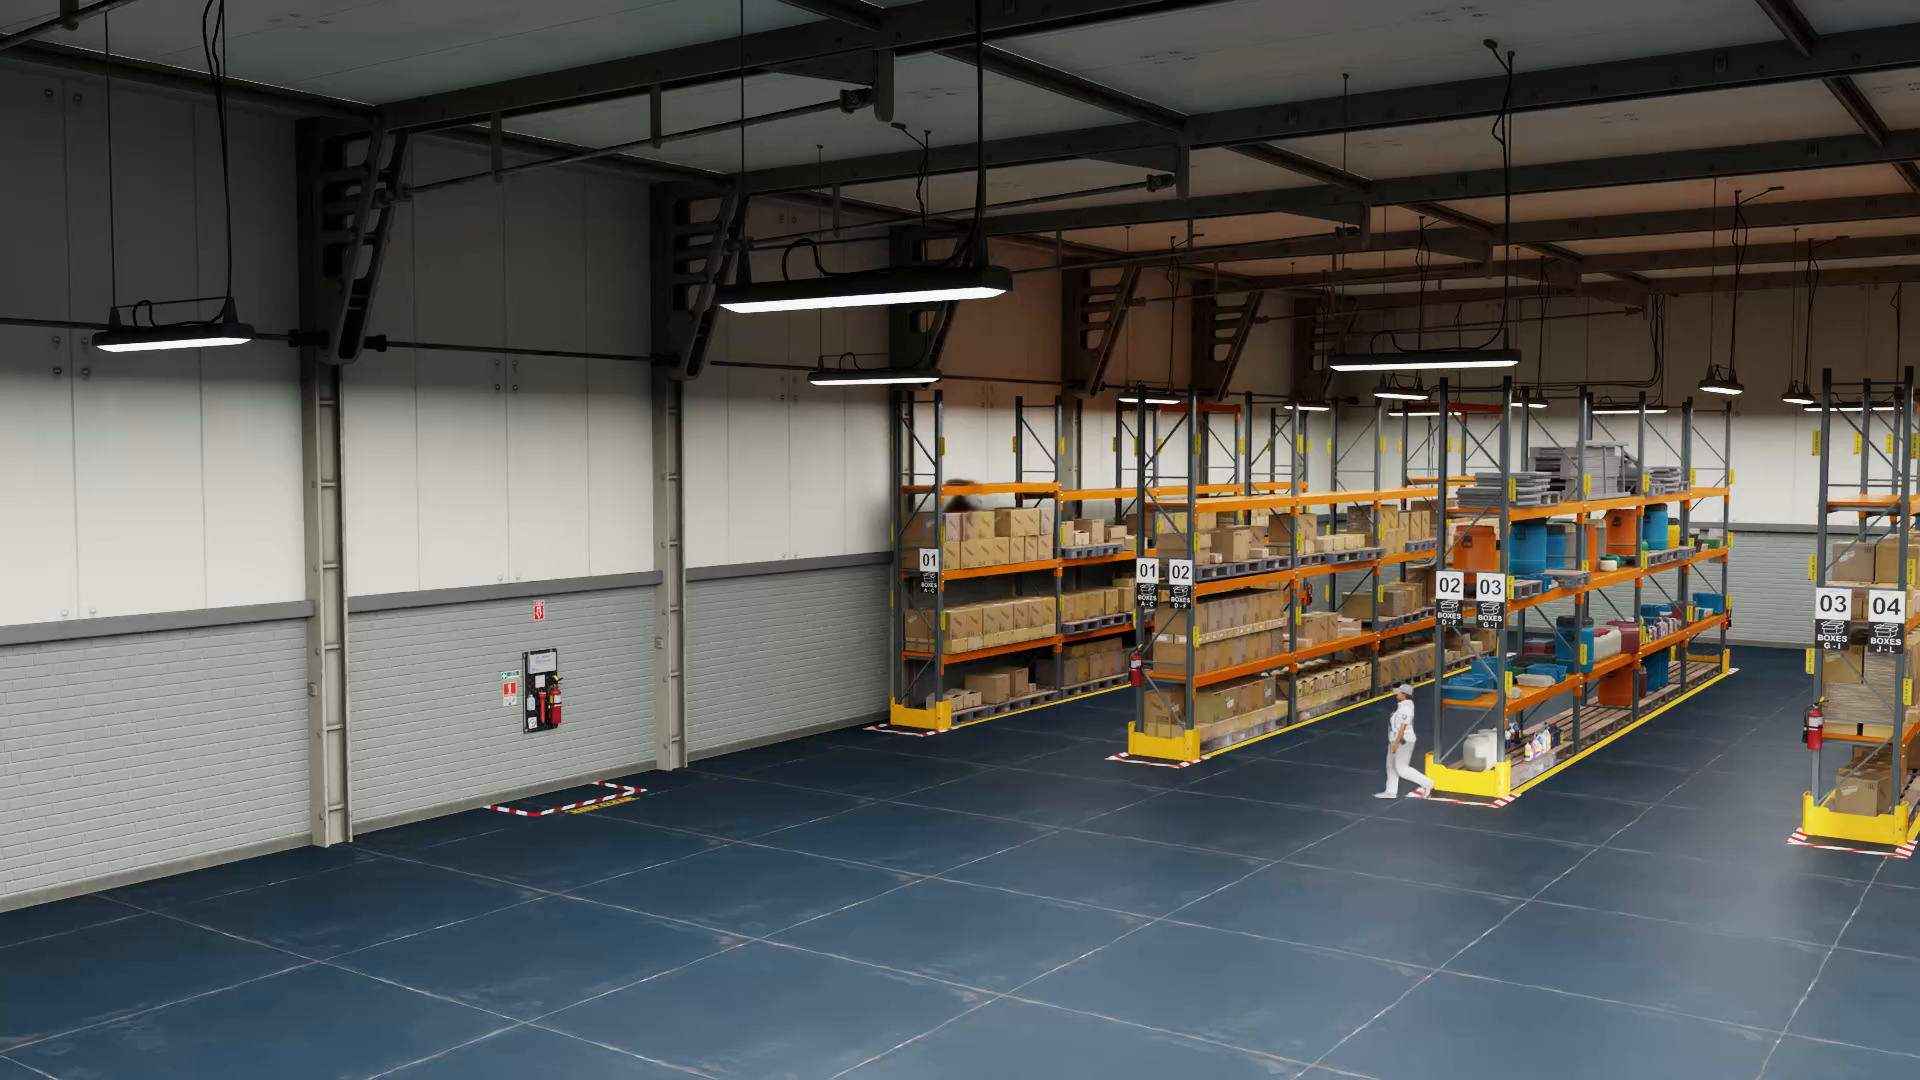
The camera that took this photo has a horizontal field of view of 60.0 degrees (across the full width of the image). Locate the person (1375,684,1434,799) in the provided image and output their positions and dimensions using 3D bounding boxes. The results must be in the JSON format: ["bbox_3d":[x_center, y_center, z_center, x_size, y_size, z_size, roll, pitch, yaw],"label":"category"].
[{"bbox_3d":[6.278,2.858,23.470,0.773,1.637,0.459,0,3,6],"label":"person"}]
